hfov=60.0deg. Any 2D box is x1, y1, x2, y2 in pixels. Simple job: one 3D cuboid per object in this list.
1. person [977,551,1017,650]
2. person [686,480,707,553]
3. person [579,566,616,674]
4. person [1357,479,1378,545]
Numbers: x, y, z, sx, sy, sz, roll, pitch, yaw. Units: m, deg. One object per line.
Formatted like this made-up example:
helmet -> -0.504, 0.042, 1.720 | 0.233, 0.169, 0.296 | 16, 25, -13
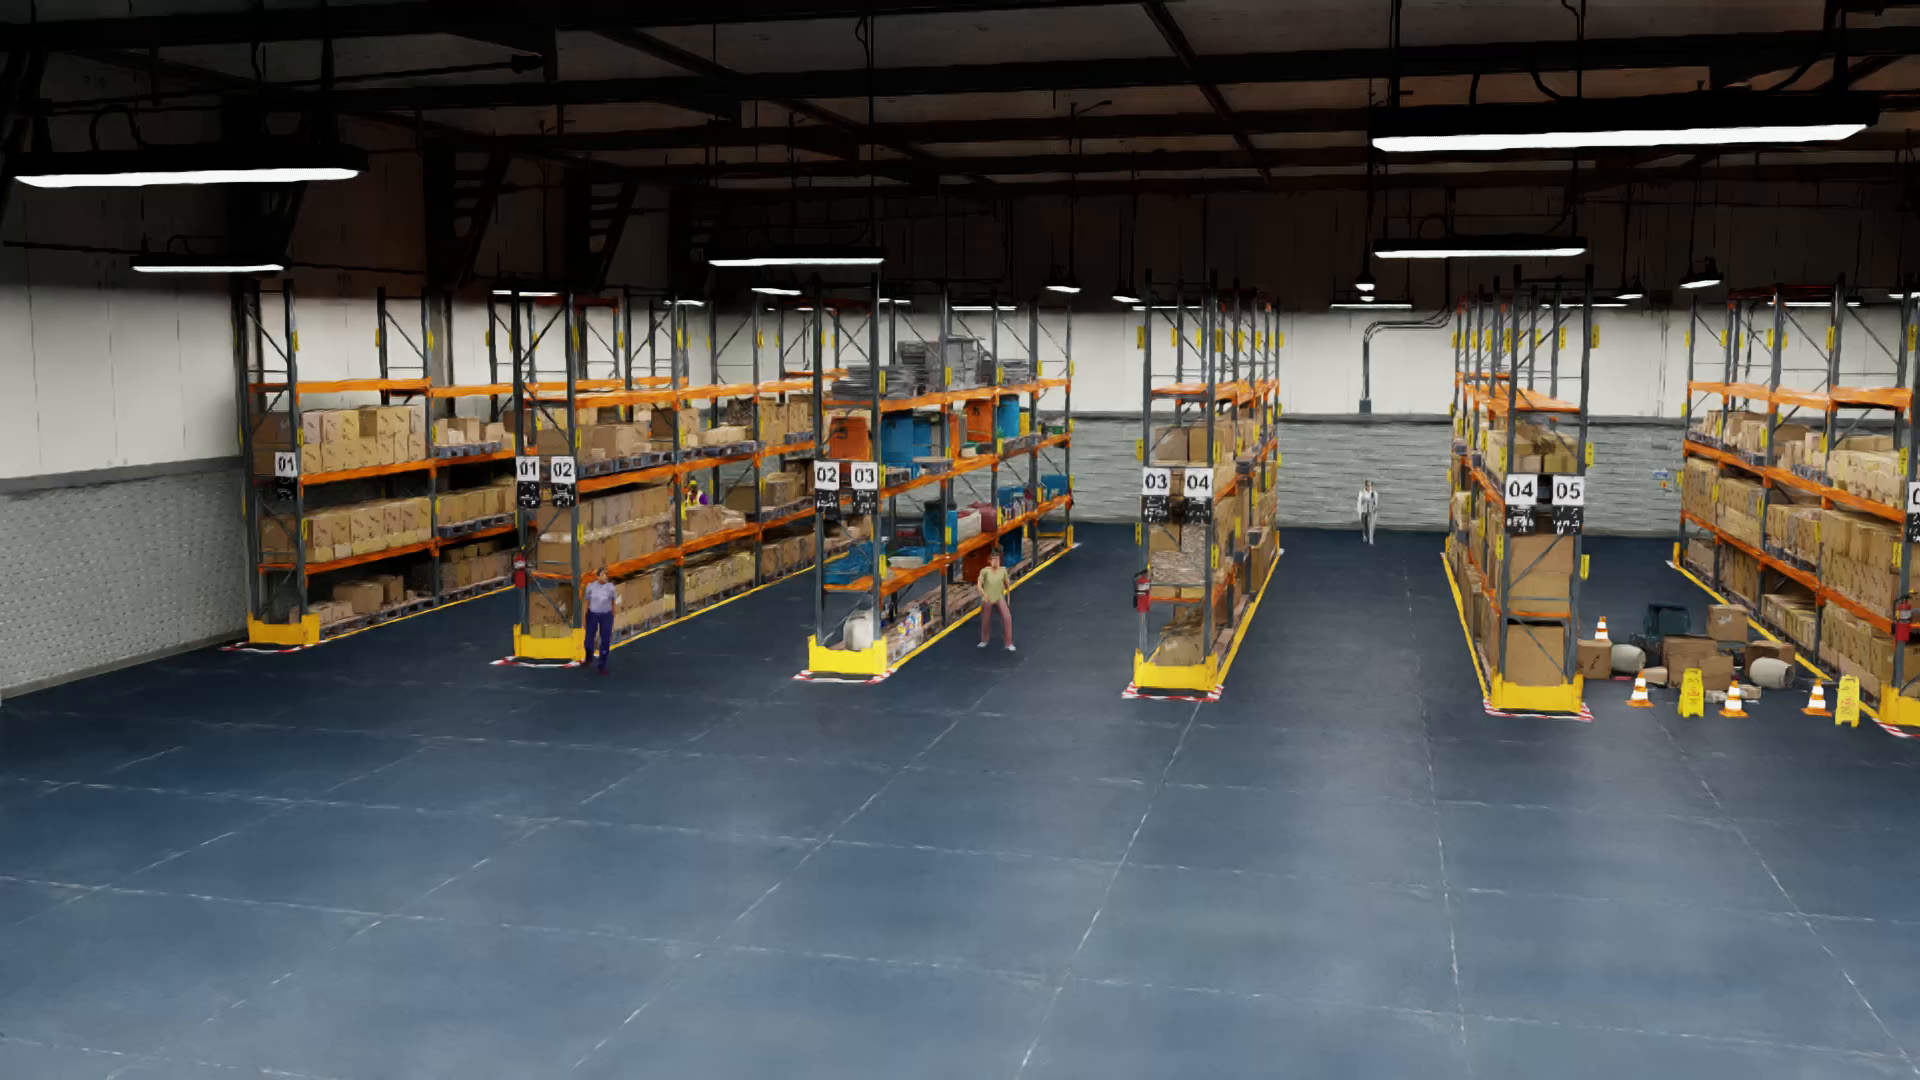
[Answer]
person -> 0.569, 0.974, 26.941 | 0.621, 1.613, 0.786 | -1, 7, -6
person -> -6.254, -0.569, 39.407 | 0.589, 1.716, 1.043 | 2, 7, 13
person -> -5.477, 1.190, 25.118 | 0.558, 1.638, 0.533 | -3, 7, -22
person -> 10.033, -0.707, 40.950 | 0.495, 1.578, 1.086 | 2, 7, 16
